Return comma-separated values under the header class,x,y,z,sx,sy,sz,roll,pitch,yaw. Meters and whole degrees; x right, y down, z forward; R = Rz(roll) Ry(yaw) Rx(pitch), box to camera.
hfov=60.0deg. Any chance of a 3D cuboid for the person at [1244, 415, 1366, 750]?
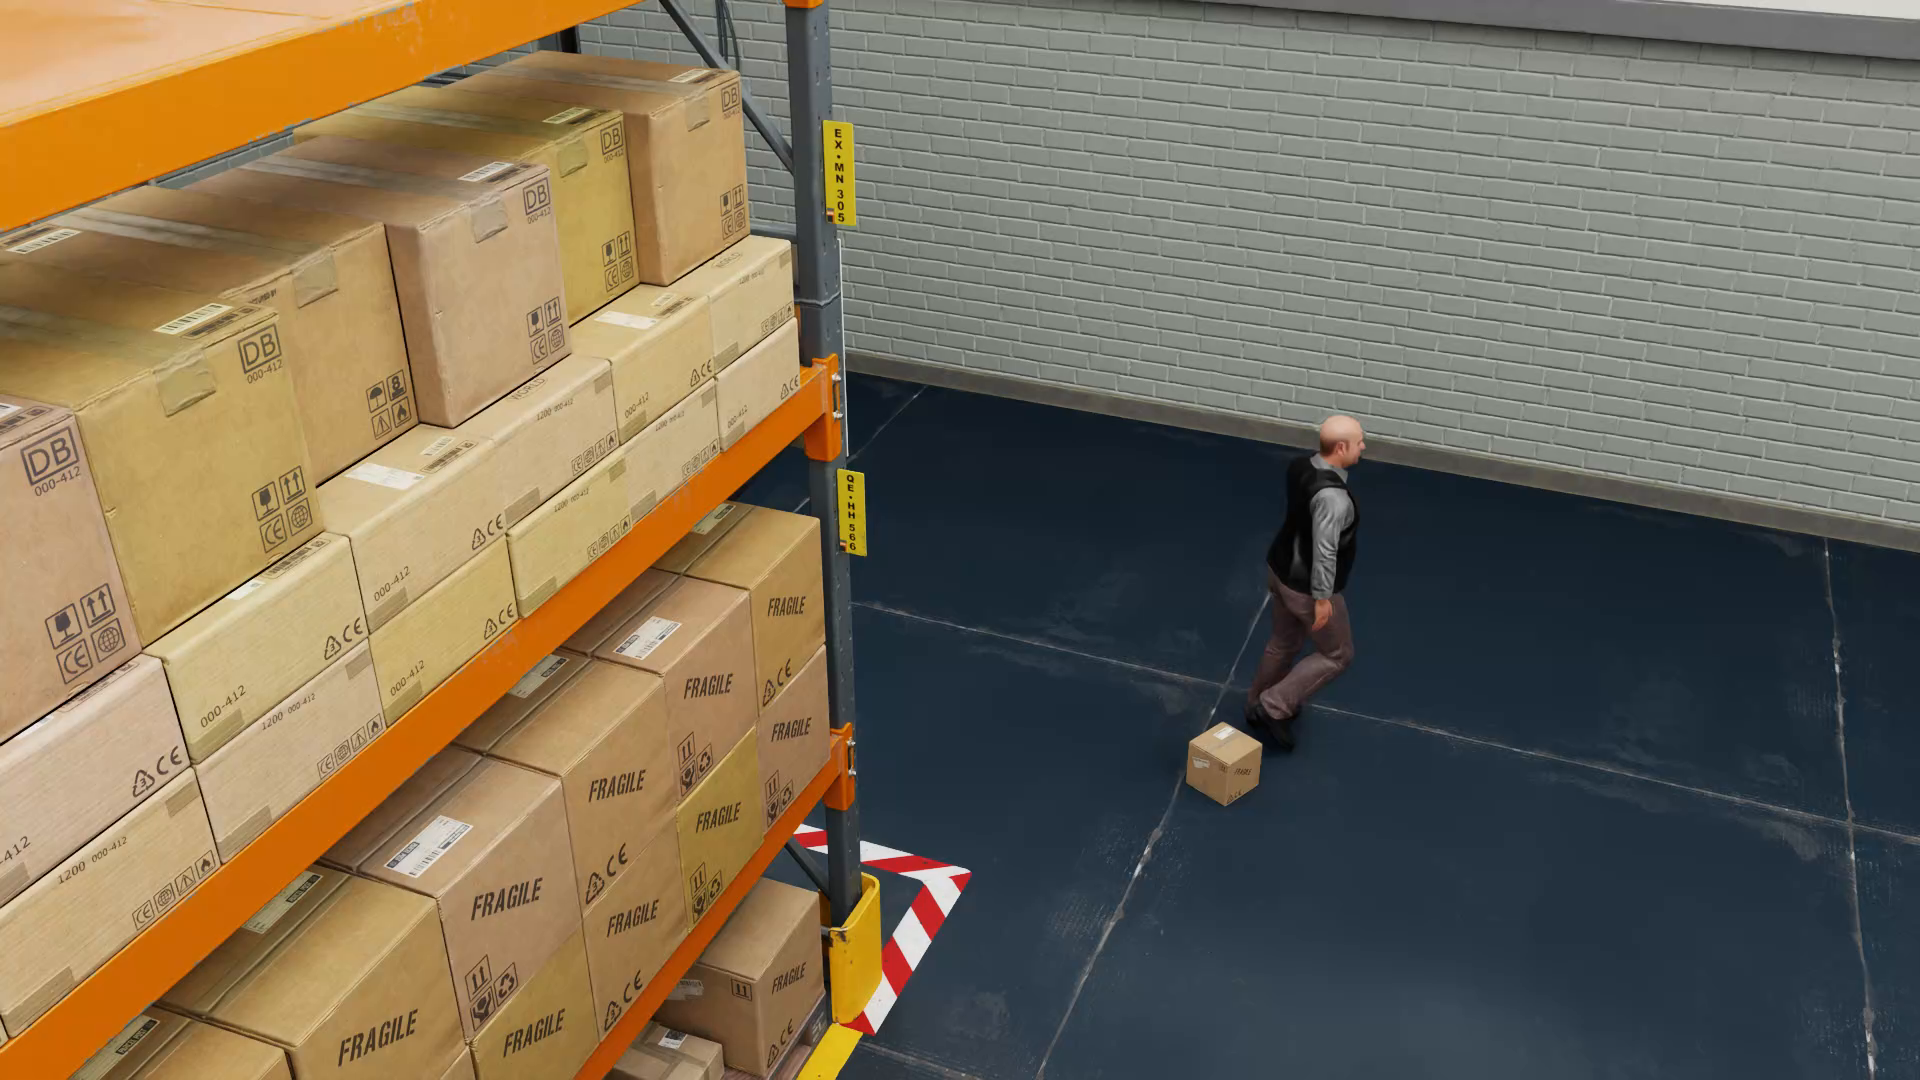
class,x,y,z,sx,sy,sz,roll,pitch,yaw
person,1.656,0.207,8.018,0.466,1.719,0.573,-6,30,-10
